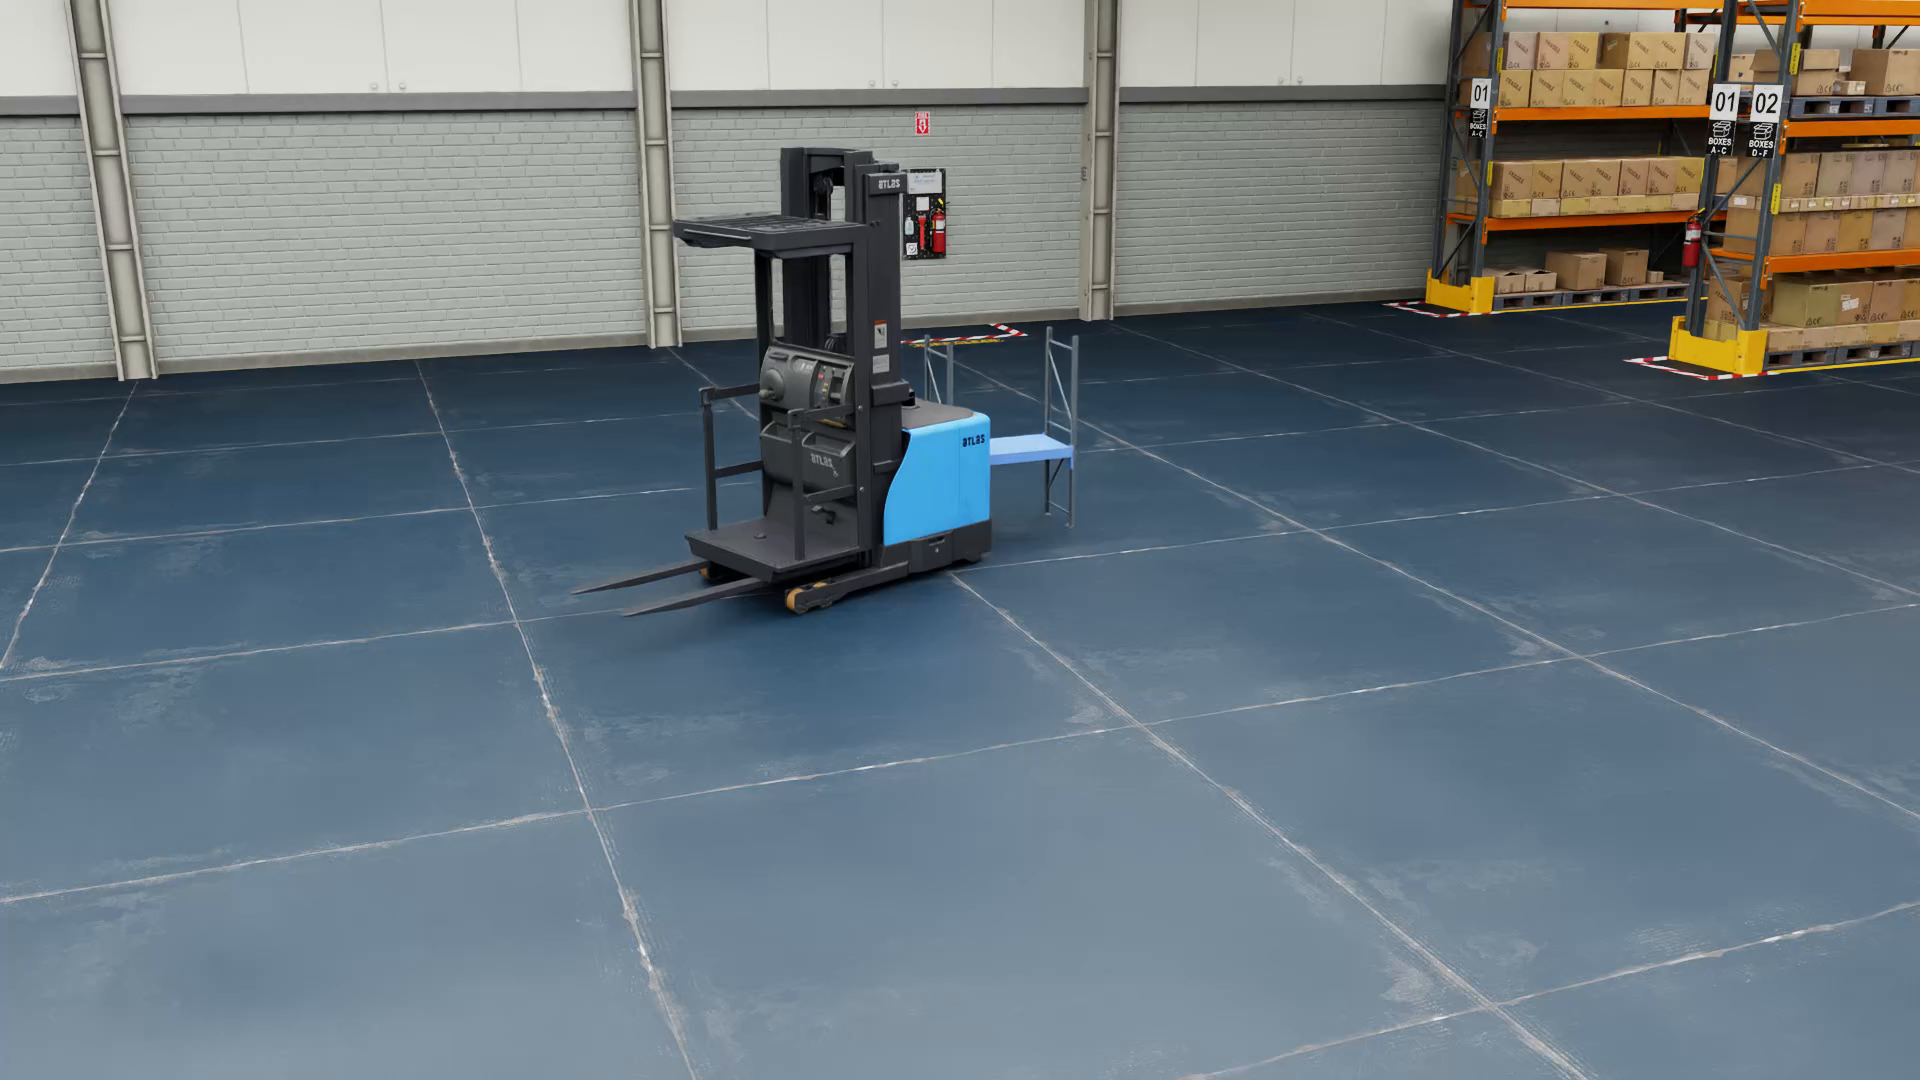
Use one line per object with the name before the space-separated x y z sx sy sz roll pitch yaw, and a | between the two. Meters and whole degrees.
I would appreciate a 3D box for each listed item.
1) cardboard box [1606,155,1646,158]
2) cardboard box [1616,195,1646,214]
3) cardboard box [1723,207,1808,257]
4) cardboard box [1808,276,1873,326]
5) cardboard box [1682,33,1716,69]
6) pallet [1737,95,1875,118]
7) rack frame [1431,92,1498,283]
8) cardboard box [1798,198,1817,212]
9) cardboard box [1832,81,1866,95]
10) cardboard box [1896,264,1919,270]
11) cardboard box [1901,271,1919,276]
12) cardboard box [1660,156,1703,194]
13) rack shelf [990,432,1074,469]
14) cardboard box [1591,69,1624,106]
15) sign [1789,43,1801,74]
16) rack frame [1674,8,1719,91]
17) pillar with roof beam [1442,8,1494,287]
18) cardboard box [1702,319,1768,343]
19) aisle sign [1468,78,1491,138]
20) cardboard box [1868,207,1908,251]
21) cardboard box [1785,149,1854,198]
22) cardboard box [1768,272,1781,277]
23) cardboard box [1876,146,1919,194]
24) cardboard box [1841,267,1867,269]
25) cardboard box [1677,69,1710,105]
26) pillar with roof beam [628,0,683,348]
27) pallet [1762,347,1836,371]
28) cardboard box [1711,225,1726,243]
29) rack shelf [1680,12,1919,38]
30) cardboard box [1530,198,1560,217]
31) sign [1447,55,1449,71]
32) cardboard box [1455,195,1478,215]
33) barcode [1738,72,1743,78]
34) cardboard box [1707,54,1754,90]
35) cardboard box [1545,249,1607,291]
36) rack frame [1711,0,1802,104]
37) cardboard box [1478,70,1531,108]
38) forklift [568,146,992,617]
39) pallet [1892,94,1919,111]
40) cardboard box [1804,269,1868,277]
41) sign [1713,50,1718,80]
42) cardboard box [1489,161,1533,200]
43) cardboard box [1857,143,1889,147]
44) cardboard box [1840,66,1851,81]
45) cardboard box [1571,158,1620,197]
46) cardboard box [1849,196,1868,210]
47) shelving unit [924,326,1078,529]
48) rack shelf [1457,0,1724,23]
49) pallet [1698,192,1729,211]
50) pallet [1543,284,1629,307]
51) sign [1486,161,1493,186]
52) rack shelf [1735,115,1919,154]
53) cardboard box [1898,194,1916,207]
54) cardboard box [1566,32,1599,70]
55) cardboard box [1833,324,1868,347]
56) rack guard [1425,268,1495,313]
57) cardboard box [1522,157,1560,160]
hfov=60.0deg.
cardboard box | 9.876 -5.461 24.771 0.500 0.500 0.500 -6 17 -20
cardboard box | 9.607 -4.914 24.241 0.500 0.250 0.500 -6 17 -20
cardboard box | 9.355 -3.593 19.331 0.500 0.500 0.700 -6 17 -20
cardboard box | 10.423 -2.843 19.760 0.500 0.500 0.500 -6 17 -20
cardboard box | 10.503 -7.062 24.011 0.500 0.500 0.500 -8 18 -25
pallet | 9.584 -4.962 19.006 1.213 0.211 1.003 -6 17 -20
rack frame | 7.138 -4.804 23.633 0.127 3.000 1.000 -6 17 -20
cardboard box | 9.603 -3.870 19.126 0.250 0.149 0.380 -7 18 -22
cardboard box | 10.076 -5.160 18.976 0.250 0.149 0.380 -6 17 -20
cardboard box | 12.105 -3.182 20.914 0.500 0.500 0.500 -6 17 -20
cardboard box | 11.824 -2.995 20.276 0.500 0.500 0.500 -6 17 -20
cardboard box | 10.543 -5.376 24.480 0.500 0.500 0.500 -6 17 -20
rack shelf | 0.309 -0.647 12.778 1.000 0.185 0.538 -7 18 -22
cardboard box | 9.030 -6.426 23.622 0.500 0.500 0.500 -5 17 -17
sign | 9.107 -5.251 18.140 0.005 0.325 0.100 -6 17 -20
rack frame | 10.874 -8.086 24.161 0.127 3.000 1.000 -6 17 -20
pillar with roof beam | 9.023 -6.848 19.946 0.400 9.000 9.100 -6 17 -20
cardboard box | 9.309 -2.515 19.973 0.500 0.250 0.500 -6 17 -20
aisle sign | 7.179 -5.965 22.974 0.004 0.787 0.394 -6 17 -20
cardboard box | 10.800 -3.749 19.865 0.500 0.500 0.700 -6 17 -18
cardboard box | 9.893 -4.275 19.352 0.500 0.500 0.700 -7 18 -22
cardboard box | 12.510 -4.404 25.926 0.500 0.500 0.700 -6 17 -19
cardboard box | 11.298 -4.427 19.869 0.500 0.500 0.700 -6 17 -20
cardboard box | 13.955 -4.536 26.376 0.500 0.500 0.700 -6 17 -19
cardboard box | 10.488 -6.588 24.171 0.500 0.500 0.500 -6 17 -19
pillar with roof beam | -2.183 -5.638 15.826 0.400 9.000 9.100 -6 17 -20
pallet | 9.614 -2.251 19.889 1.213 0.211 1.003 -6 17 -20
cardboard box | 11.965 -4.703 25.613 0.500 0.250 0.500 -7 18 -21
rack shelf | 12.741 -7.750 25.006 4.000 0.370 1.077 -6 17 -20
cardboard box | 8.187 -4.763 23.726 0.500 0.250 0.500 -7 18 -22
sign | 6.959 -6.816 23.590 0.005 0.325 0.100 -6 17 -20
cardboard box | 7.506 -4.840 23.986 0.500 0.250 0.500 -6 17 -19
barcode | 9.024 -5.376 19.228 0.075 0.075 0.001 -6 17 -20
cardboard box | 11.413 -6.930 24.627 0.500 0.500 0.500 -4 17 -12
cardboard box | 9.052 -3.980 24.483 0.500 0.500 0.700 -7 18 -24
rack frame | 8.914 -6.379 18.351 0.127 3.000 1.000 -6 17 -20
cardboard box | 7.540 -6.269 23.085 0.500 0.500 0.500 -6 17 -19
forklift | -1.191 -1.086 11.093 3.031 2.935 1.130 -15 22 -41
pallet | 11.862 -5.208 19.843 1.213 0.211 1.003 -6 17 -20
cardboard box | 10.705 -3.030 20.397 0.500 0.500 0.500 -6 17 -20
sign | 8.733 -5.471 19.151 0.005 0.325 0.100 -6 17 -20
cardboard box | 7.692 -5.070 23.441 0.500 0.500 0.500 -6 17 -20
cardboard box | 14.297 -6.138 26.067 0.250 0.149 0.380 -9 18 -27
cardboard box | 10.415 -5.408 19.530 0.500 0.311 0.500 -4 17 -14
cardboard box | 9.119 -5.223 23.961 0.500 0.500 0.500 -6 17 -18
cardboard box | 10.321 -3.948 19.388 0.250 0.149 0.380 -7 18 -22
shelving unit | 0.309 -0.819 12.727 1.048 1.500 0.538 -7 18 -22
rack shelf | 9.006 -7.537 23.577 4.000 0.370 1.077 -6 17 -20
pallet | 11.639 -5.154 25.166 1.213 0.211 1.003 -6 17 -20
pallet | 9.118 -3.668 24.715 1.213 0.211 1.003 -6 17 -20
sign | 7.333 -5.077 23.025 0.005 0.325 0.100 -6 17 -20
rack shelf | 10.782 -4.797 19.562 4.000 0.370 1.077 -6 17 -20
cardboard box | 11.039 -4.024 19.650 0.250 0.149 0.380 -6 17 -18
cardboard box | 8.546 -6.847 23.280 0.500 0.500 0.500 -6 17 -19
cardboard box | 10.427 -2.480 19.856 0.500 0.250 0.500 -6 17 -20
rack guard | 7.209 -3.612 24.012 0.348 0.500 1.175 -6 17 -20
cardboard box | 8.457 -5.306 24.244 0.500 0.500 0.500 -7 18 -22
